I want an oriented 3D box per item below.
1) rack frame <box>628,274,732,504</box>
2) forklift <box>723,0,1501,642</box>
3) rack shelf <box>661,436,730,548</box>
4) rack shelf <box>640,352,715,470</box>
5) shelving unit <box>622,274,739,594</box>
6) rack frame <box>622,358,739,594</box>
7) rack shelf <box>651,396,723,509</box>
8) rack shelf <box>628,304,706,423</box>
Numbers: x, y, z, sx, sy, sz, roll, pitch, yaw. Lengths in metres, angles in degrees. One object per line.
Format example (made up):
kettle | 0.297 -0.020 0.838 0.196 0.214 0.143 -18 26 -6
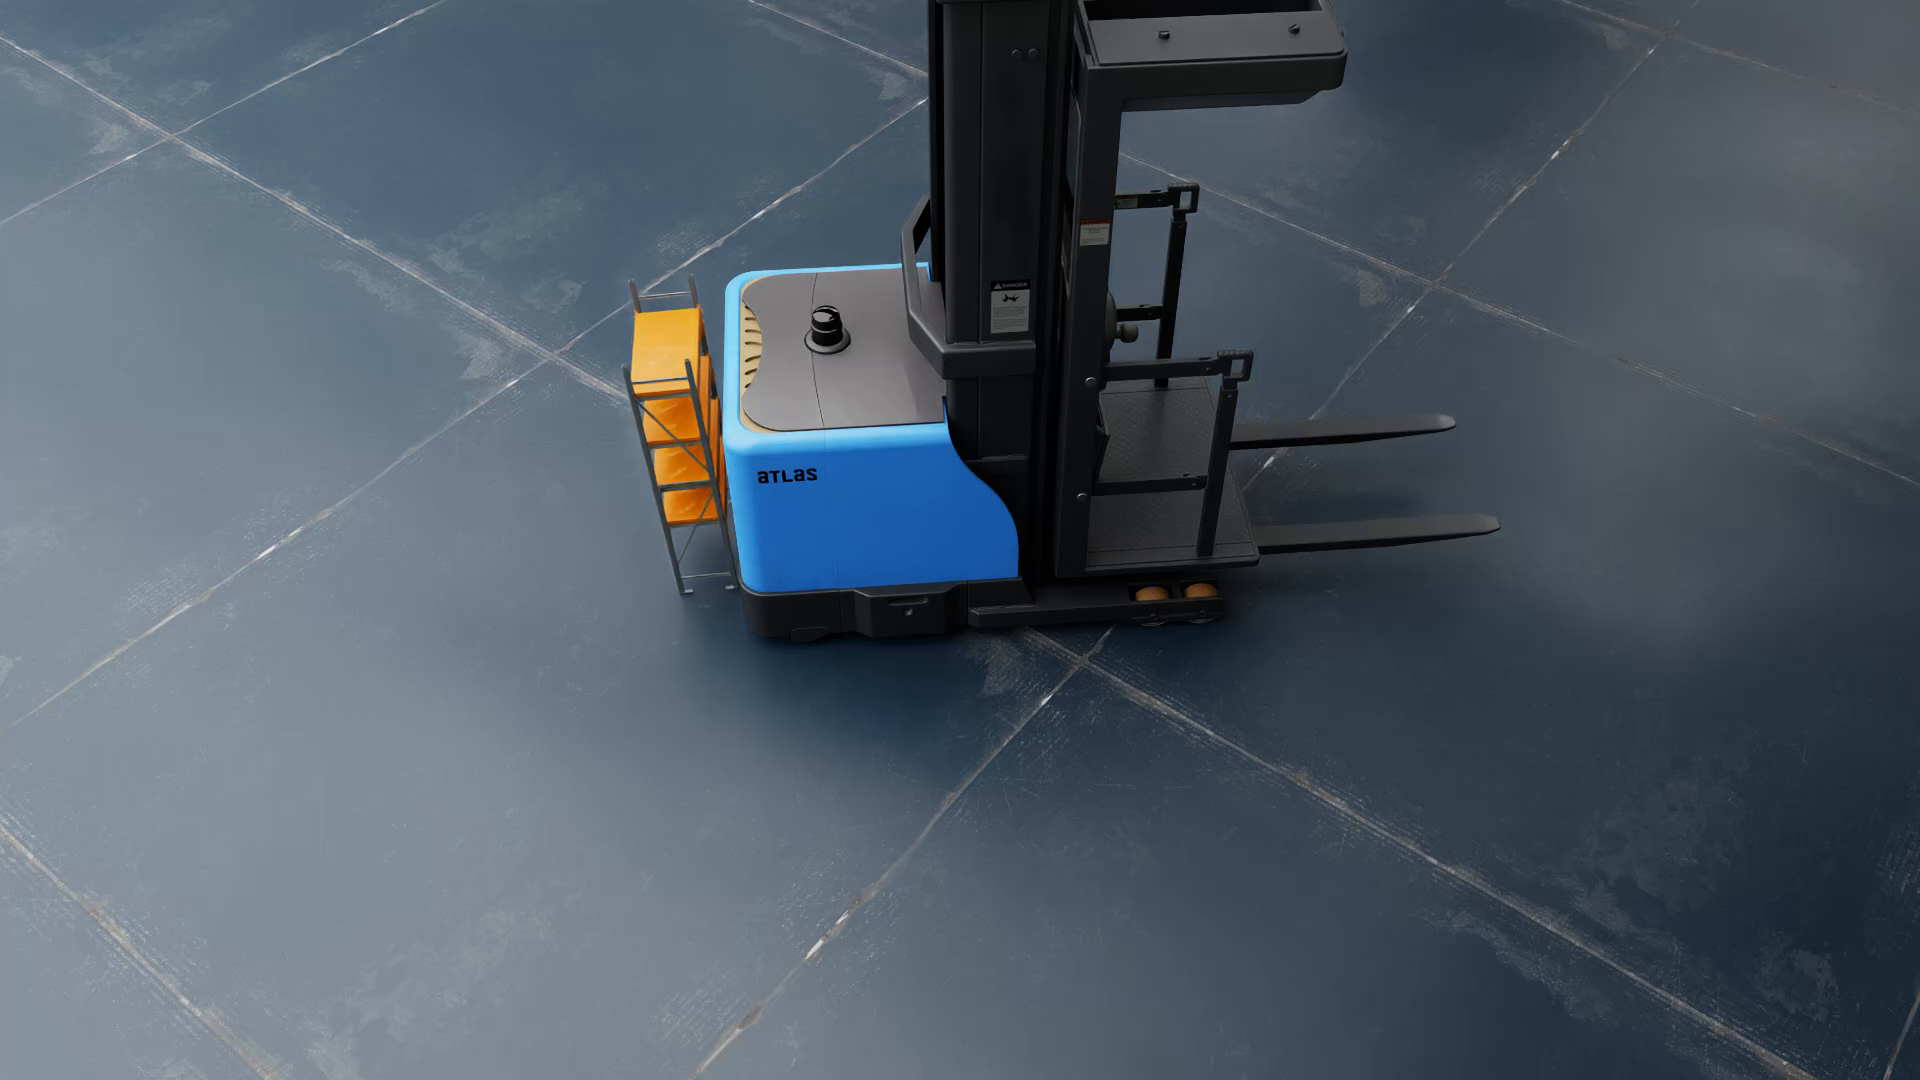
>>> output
rack frame | -1.083 -0.562 6.613 0.240 1.200 0.015 -6 46 -1
forklift | 0.628 -1.051 5.892 3.031 2.935 1.130 -4 46 -3
rack shelf | -1.049 -0.203 6.638 0.258 0.148 0.480 -6 46 -1
rack shelf | -1.069 -0.493 6.332 0.258 0.148 0.480 -6 46 -1
shelving unit | -1.062 -0.386 6.445 0.258 1.200 0.503 -6 46 -1
rack frame | -1.040 -0.210 6.277 0.240 1.200 0.015 -6 46 -1
rack shelf | -1.058 -0.340 6.494 0.258 0.148 0.480 -6 46 -1
rack shelf | -1.080 -0.656 6.160 0.258 0.148 0.480 -6 46 -1
